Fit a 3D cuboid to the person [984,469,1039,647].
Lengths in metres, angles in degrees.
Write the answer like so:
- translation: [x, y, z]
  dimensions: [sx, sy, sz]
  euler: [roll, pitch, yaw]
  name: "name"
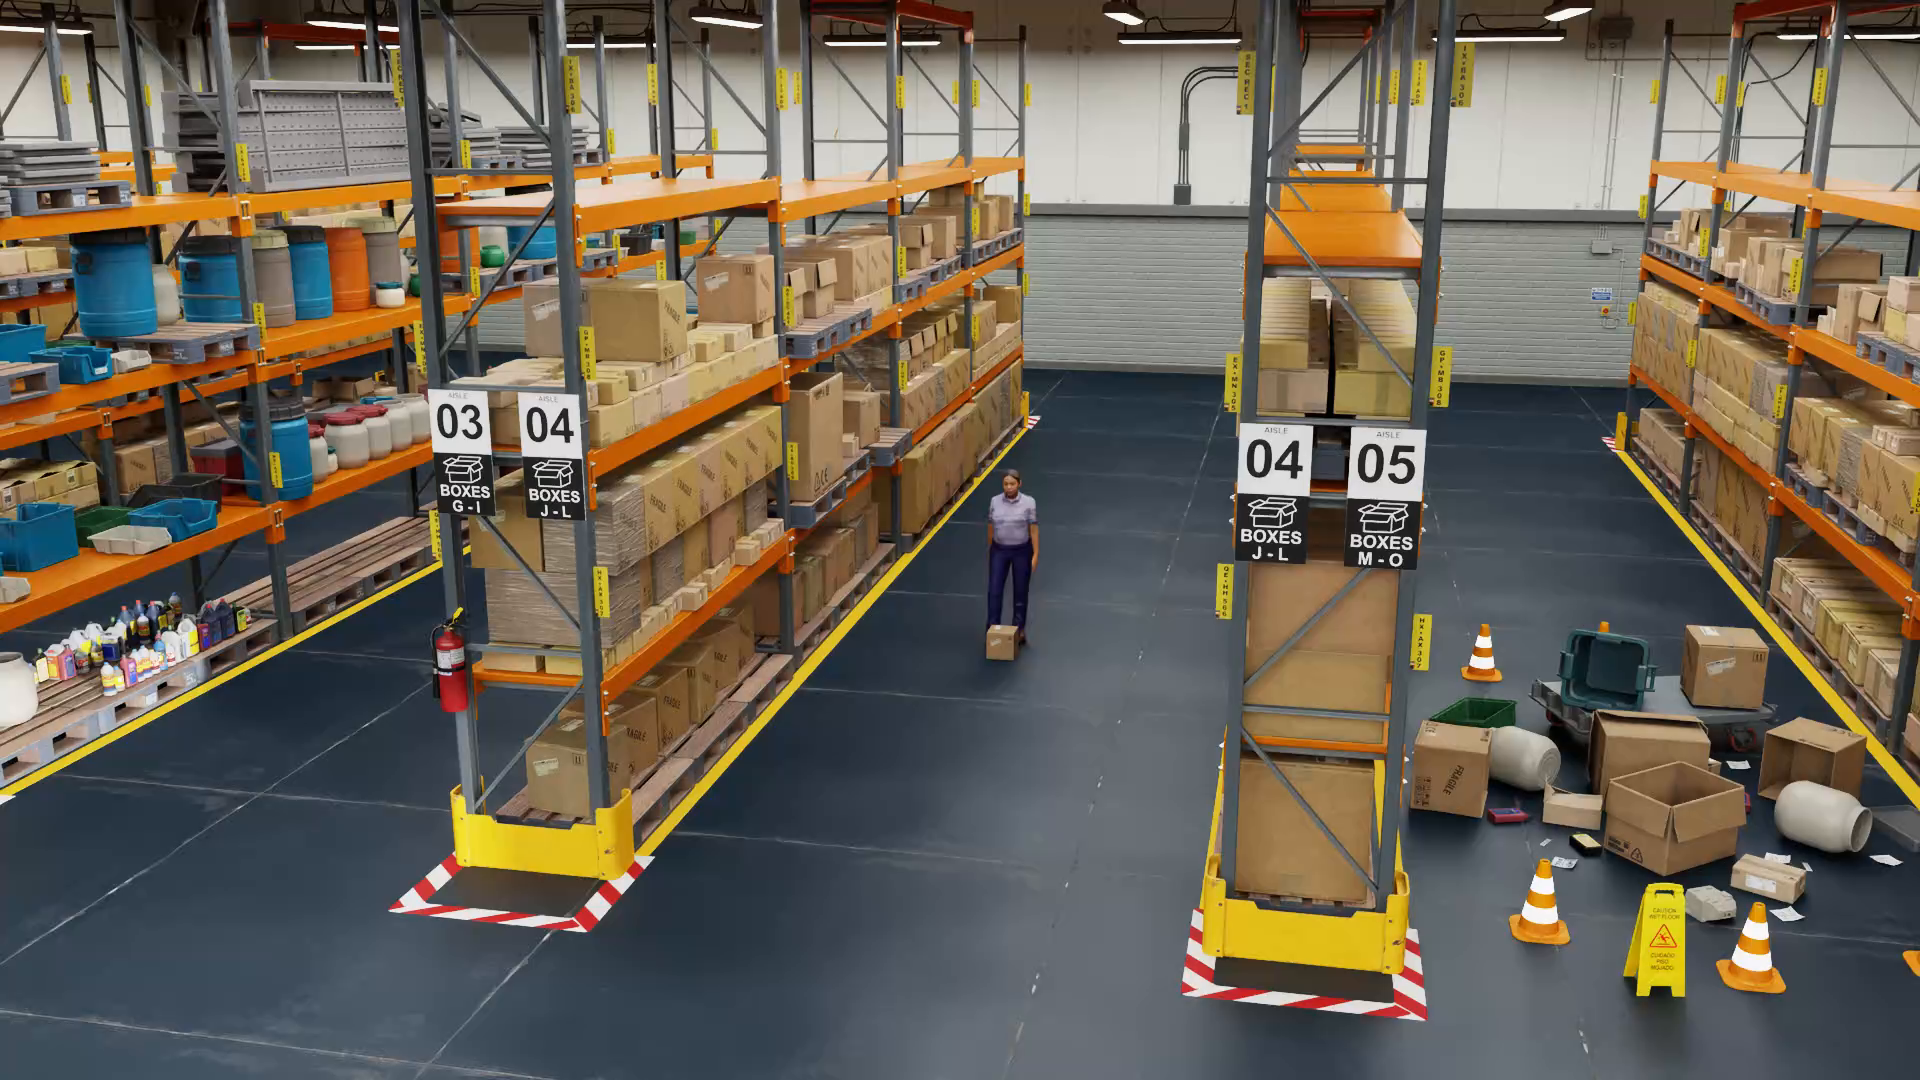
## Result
- translation: [0.474, 0.164, 15.396]
  dimensions: [0.481, 1.640, 0.608]
  euler: [3, 15, 11]
  name: "person"
